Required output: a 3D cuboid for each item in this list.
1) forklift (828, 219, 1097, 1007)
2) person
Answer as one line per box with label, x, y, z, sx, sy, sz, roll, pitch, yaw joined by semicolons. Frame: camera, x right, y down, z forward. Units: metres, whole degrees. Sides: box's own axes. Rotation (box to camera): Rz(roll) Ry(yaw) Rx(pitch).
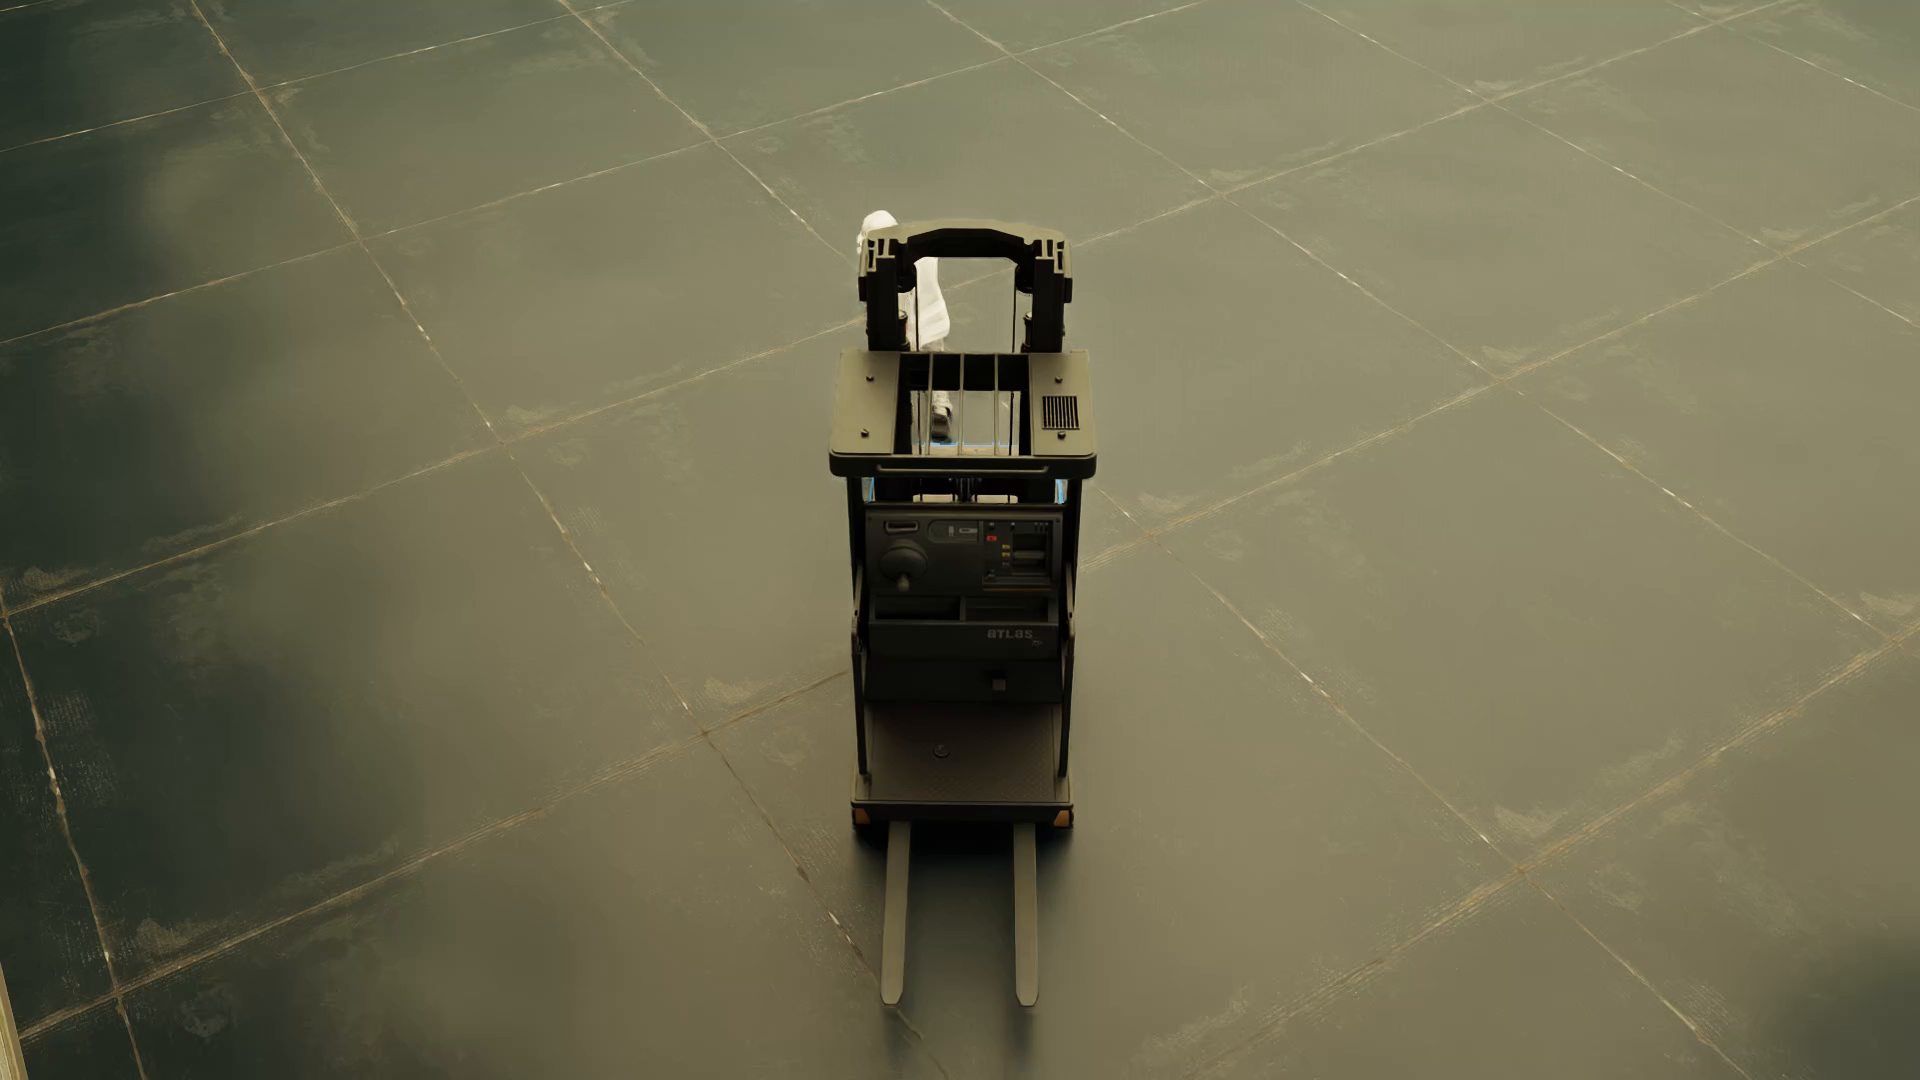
forklift;0.017;0.138;7.713;1.130;2.935;3.031;1;41;1
person;-0.360;-1.345;10.480;0.679;1.550;0.827;-26;48;-27
